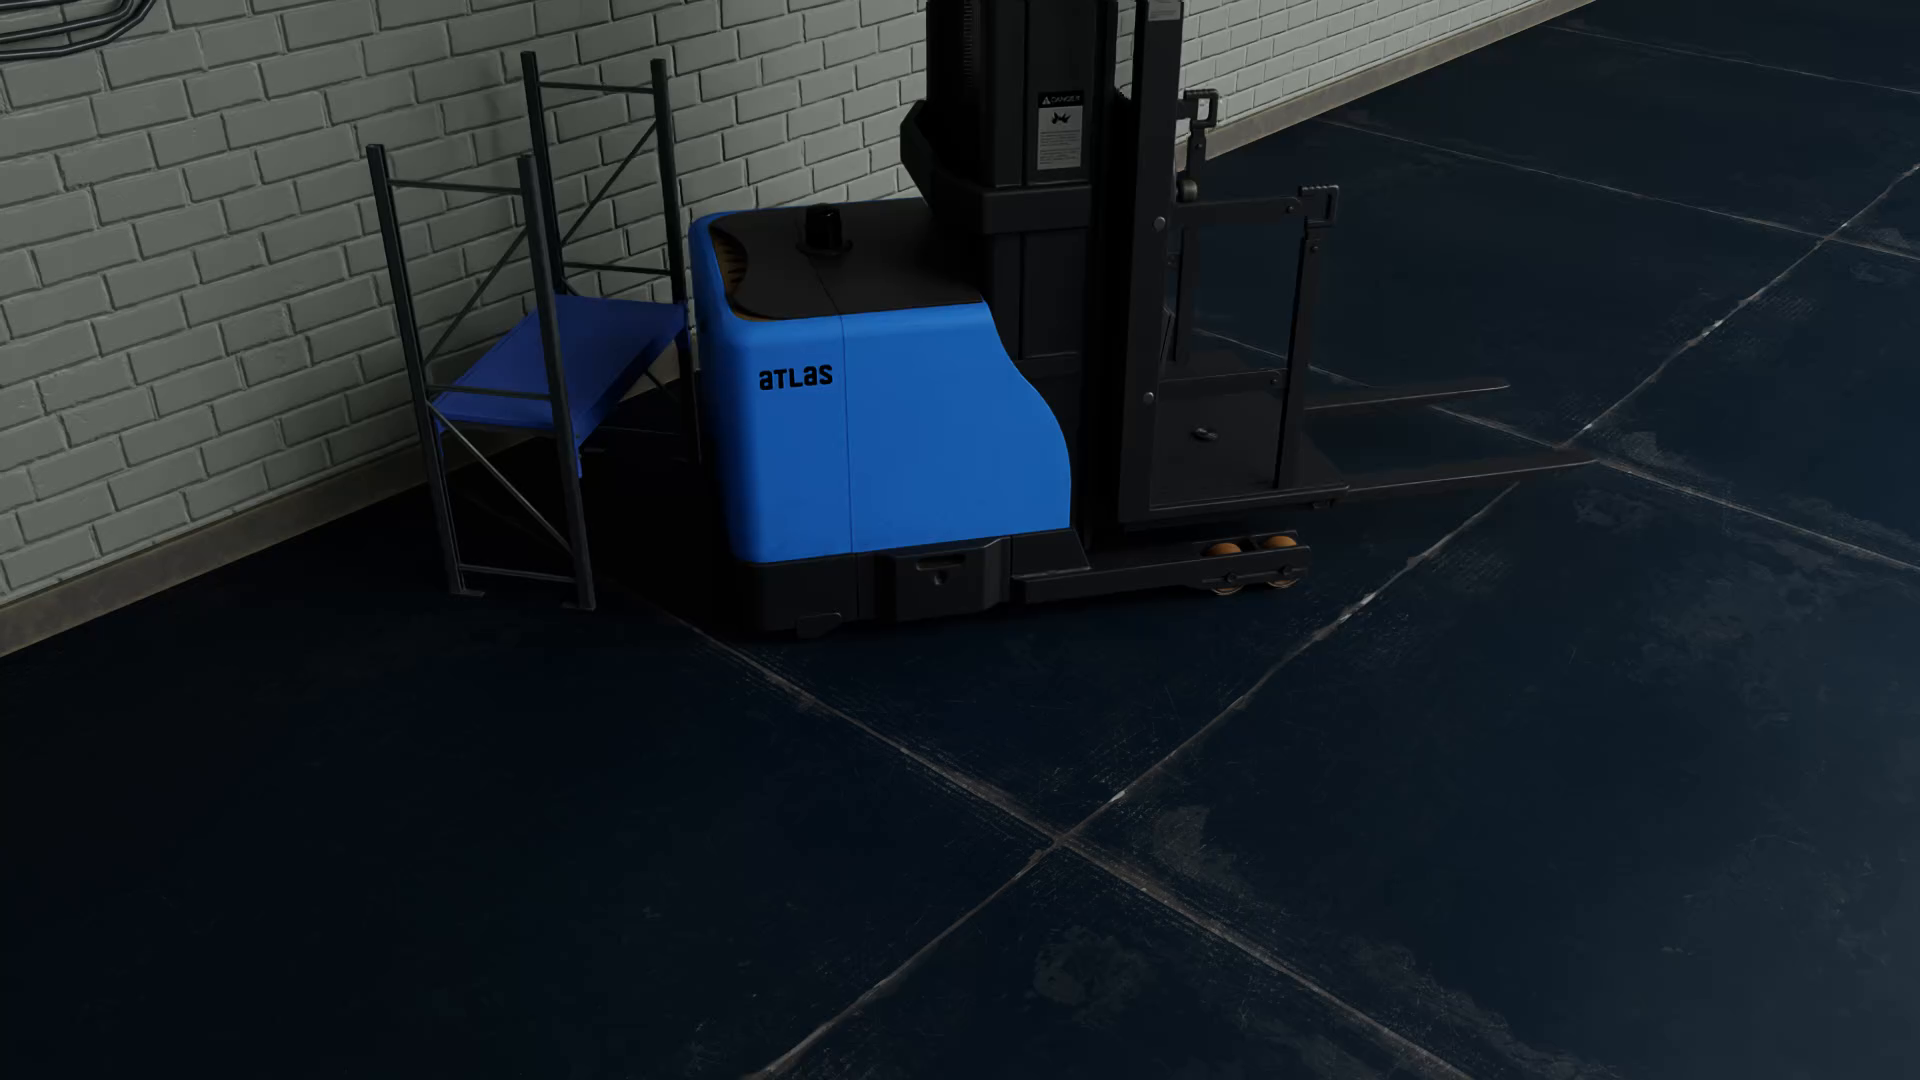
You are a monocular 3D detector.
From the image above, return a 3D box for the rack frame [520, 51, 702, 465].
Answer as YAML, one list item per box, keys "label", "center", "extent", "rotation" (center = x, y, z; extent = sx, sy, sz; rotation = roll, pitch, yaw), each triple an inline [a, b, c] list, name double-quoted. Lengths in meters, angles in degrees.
- label: "rack frame"
  center: [-1.216, -0.958, 5.887]
  extent: [0.500, 1.500, 0.032]
  rotation: [6, 32, 10]

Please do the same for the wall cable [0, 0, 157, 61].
- label: "wall cable"
  center: [-3.252, -1.981, 3.327]
  extent: [0.112, 2.526, 3.097]
  rotation: [25, 39, 35]

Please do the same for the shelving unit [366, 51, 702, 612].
- label: "shelving unit"
  center: [-1.321, -0.701, 5.461]
  extent: [0.538, 1.500, 1.048]
  rotation: [6, 32, 10]

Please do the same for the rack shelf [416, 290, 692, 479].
- label: "rack shelf"
  center: [-1.321, -0.547, 5.554]
  extent: [0.538, 0.185, 1.000]
  rotation: [6, 32, 10]

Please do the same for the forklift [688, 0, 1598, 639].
- label: "forklift"
  center: [0.671, -1.337, 5.129]
  extent: [3.031, 2.935, 1.130]
  rotation: [-7, 32, -11]

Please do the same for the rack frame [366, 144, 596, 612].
- label: "rack frame"
  center: [-1.426, -0.445, 5.035]
  extent: [0.500, 1.500, 0.032]
  rotation: [6, 32, 10]
